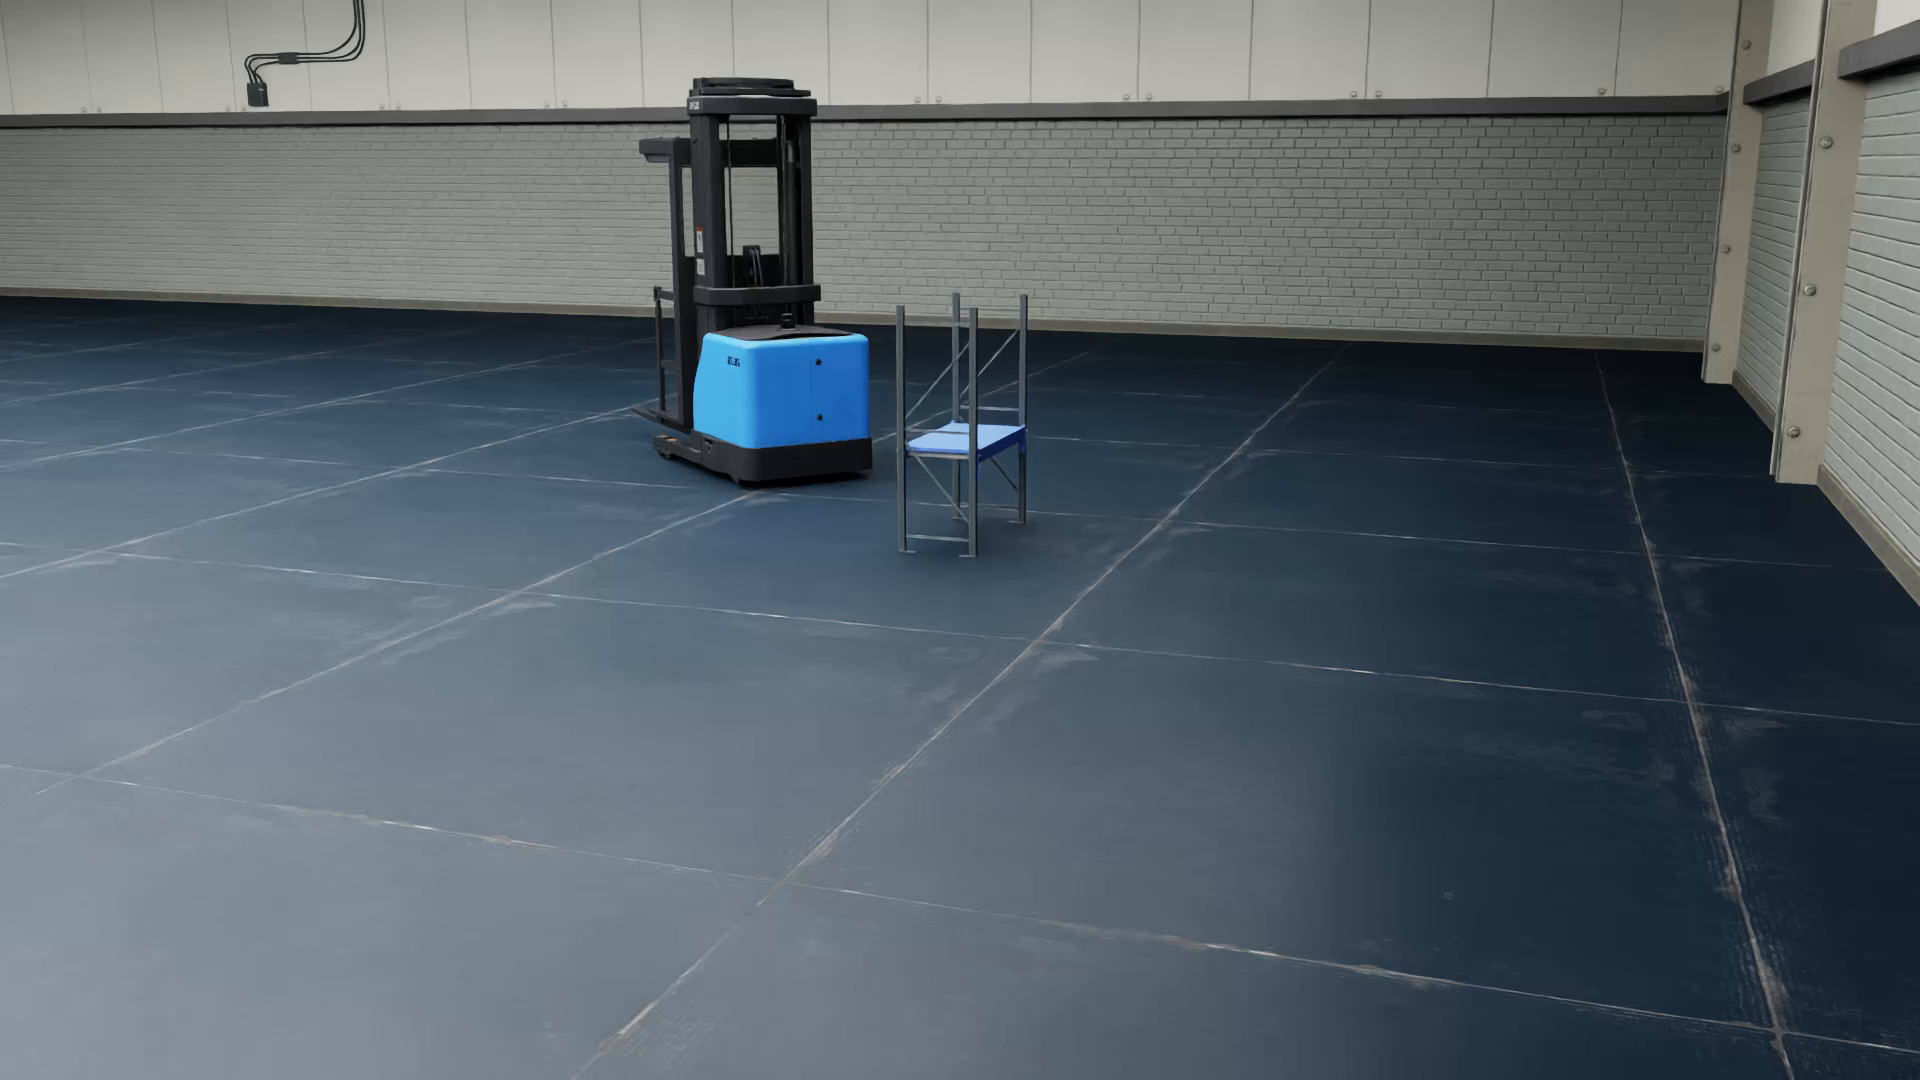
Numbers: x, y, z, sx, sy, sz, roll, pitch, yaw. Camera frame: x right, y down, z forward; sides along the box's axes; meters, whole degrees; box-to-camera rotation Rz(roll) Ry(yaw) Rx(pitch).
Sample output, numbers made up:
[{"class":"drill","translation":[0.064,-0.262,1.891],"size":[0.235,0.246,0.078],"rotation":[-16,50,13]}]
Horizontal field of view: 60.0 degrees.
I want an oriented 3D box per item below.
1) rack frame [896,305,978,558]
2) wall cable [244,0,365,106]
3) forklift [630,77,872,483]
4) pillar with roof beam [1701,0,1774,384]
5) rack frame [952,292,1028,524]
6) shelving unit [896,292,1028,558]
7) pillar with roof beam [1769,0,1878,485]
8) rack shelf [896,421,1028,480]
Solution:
[{"class":"rack frame","translation":[-0.137,-0.642,9.931],"size":[0.500,1.500,0.032],"rotation":[4,14,18]},{"class":"wall cable","translation":[-10.402,-9.874,25.884],"size":[2.305,6.003,0.169],"rotation":[4,14,18]},{"class":"forklift","translation":[-1.843,-2.125,13.211],"size":[1.130,2.935,3.031],"rotation":[-7,15,-30]},{"class":"pillar with roof beam","translation":[4.148,-6.420,18.393],"size":[9.100,9.000,0.400],"rotation":[4,14,18]},{"class":"rack frame","translation":[0.192,-0.856,10.869],"size":[0.500,1.500,0.032],"rotation":[4,14,18]},{"class":"shelving unit","translation":[0.028,-0.749,10.400],"size":[0.538,1.500,1.048],"rotation":[4,14,18]},{"class":"pillar with roof beam","translation":[2.206,-5.157,12.858],"size":[9.100,9.000,0.400],"rotation":[4,14,18]},{"class":"rack shelf","translation":[0.028,-0.574,10.440],"size":[0.538,0.185,1.000],"rotation":[4,14,18]}]
